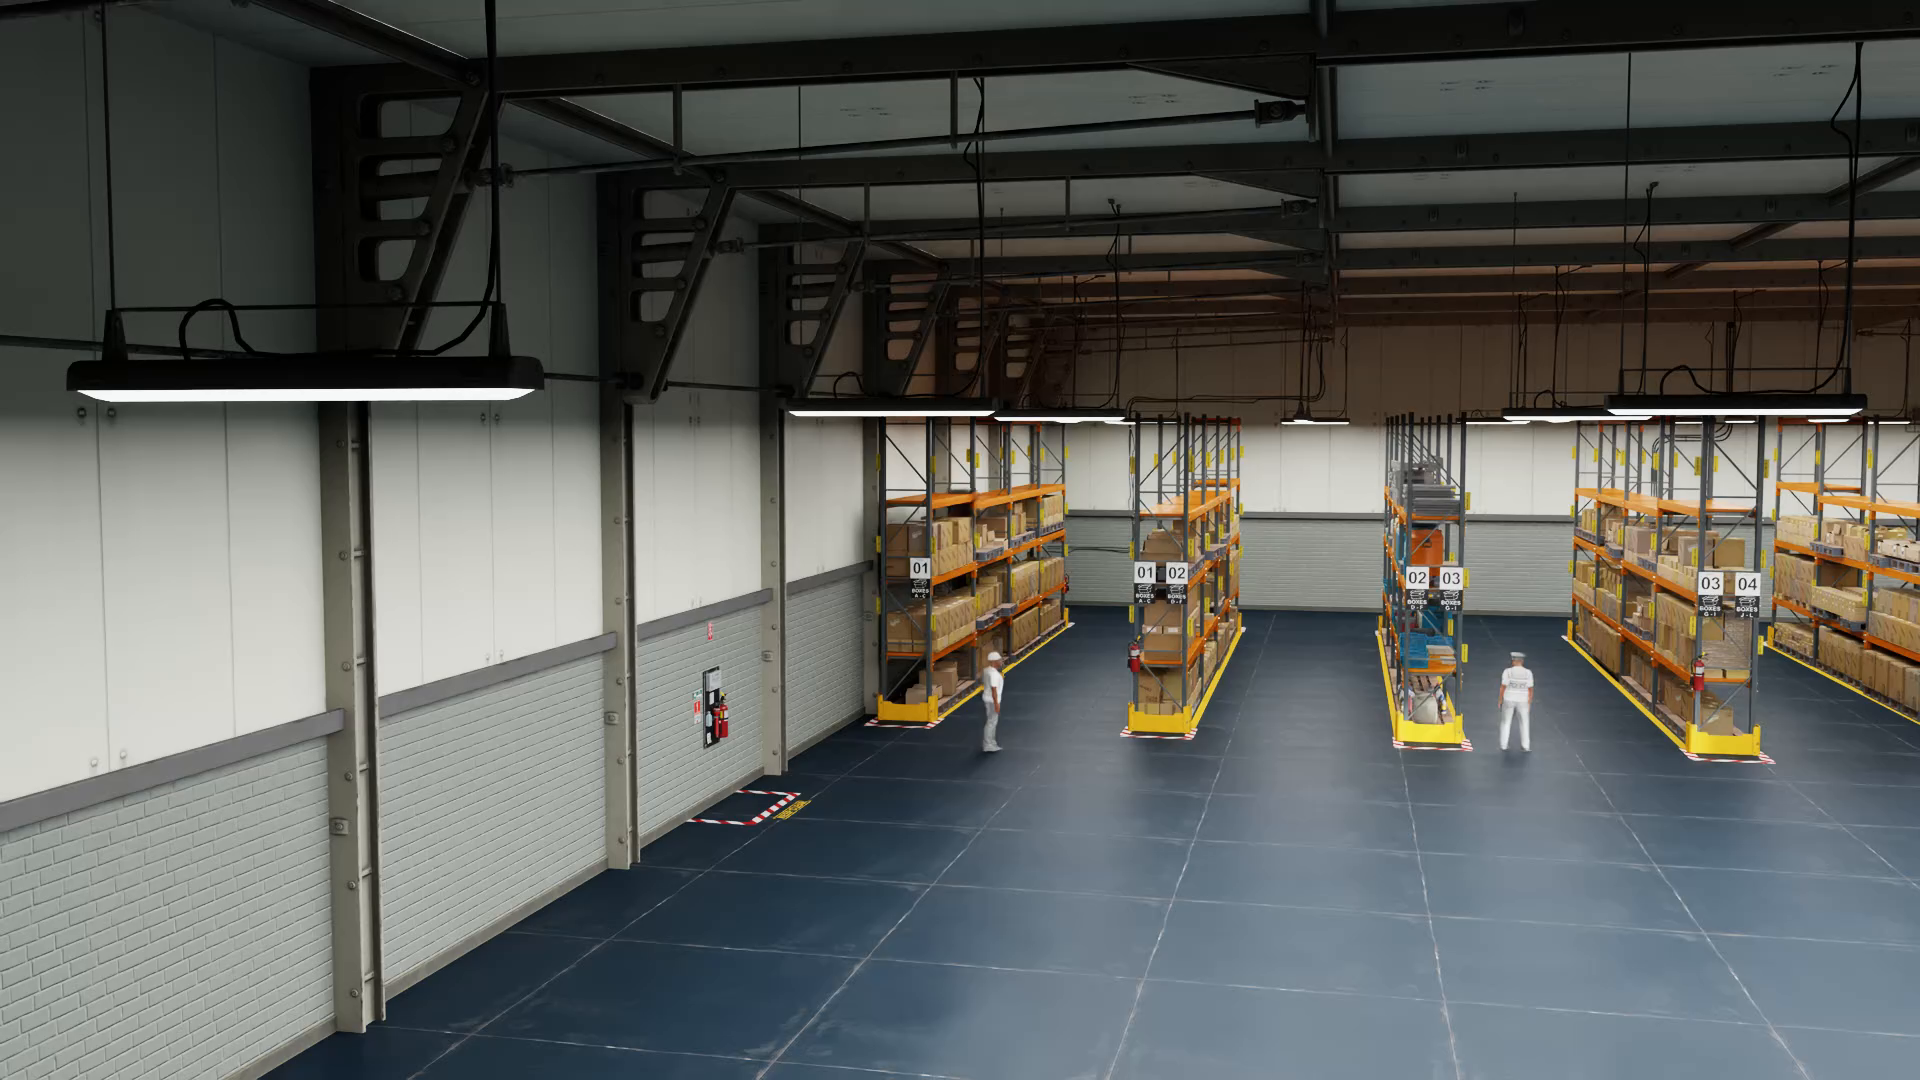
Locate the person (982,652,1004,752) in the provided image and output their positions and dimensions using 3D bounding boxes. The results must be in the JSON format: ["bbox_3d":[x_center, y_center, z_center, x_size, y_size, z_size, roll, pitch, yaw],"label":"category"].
[{"bbox_3d":[0.602,2.874,29.381,0.439,1.796,0.672,-1,4,-10],"label":"person"}]

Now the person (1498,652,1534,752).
[{"bbox_3d":[9.849,2.866,29.448,0.579,1.756,0.487,2,4,23],"label":"person"}]

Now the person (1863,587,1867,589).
[{"bbox_3d":[23.774,1.948,43.822,1.017,1.584,0.540,2,5,33],"label":"person"}]
